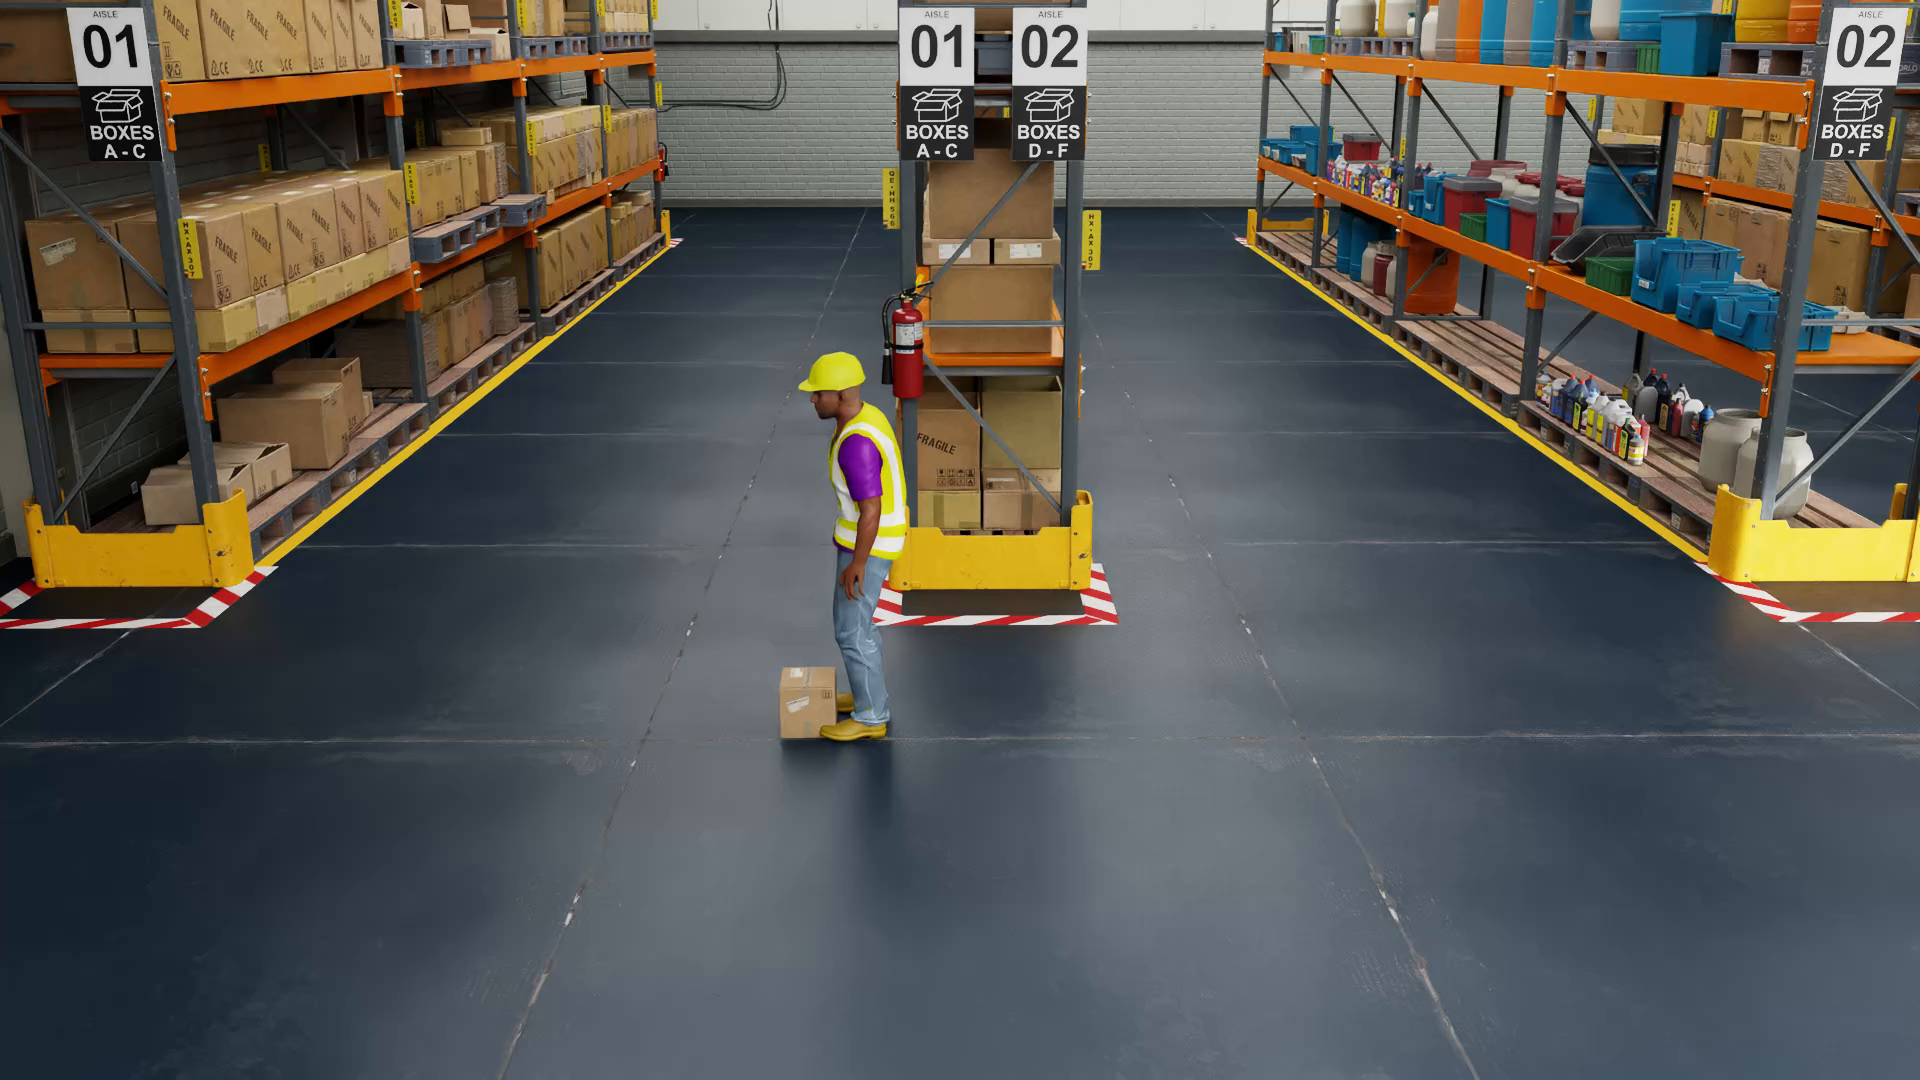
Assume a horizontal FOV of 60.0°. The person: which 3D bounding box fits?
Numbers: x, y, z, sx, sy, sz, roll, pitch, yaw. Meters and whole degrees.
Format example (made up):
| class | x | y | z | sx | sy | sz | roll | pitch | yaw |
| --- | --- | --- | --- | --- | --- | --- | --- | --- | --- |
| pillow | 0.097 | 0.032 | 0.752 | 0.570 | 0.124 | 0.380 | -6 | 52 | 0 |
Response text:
| class | x | y | z | sx | sy | sz | roll | pitch | yaw |
| --- | --- | --- | --- | --- | --- | --- | --- | --- | --- |
| person | -0.470 | 0.023 | 7.441 | 0.462 | 1.759 | 0.627 | -1 | 17 | -4 |
